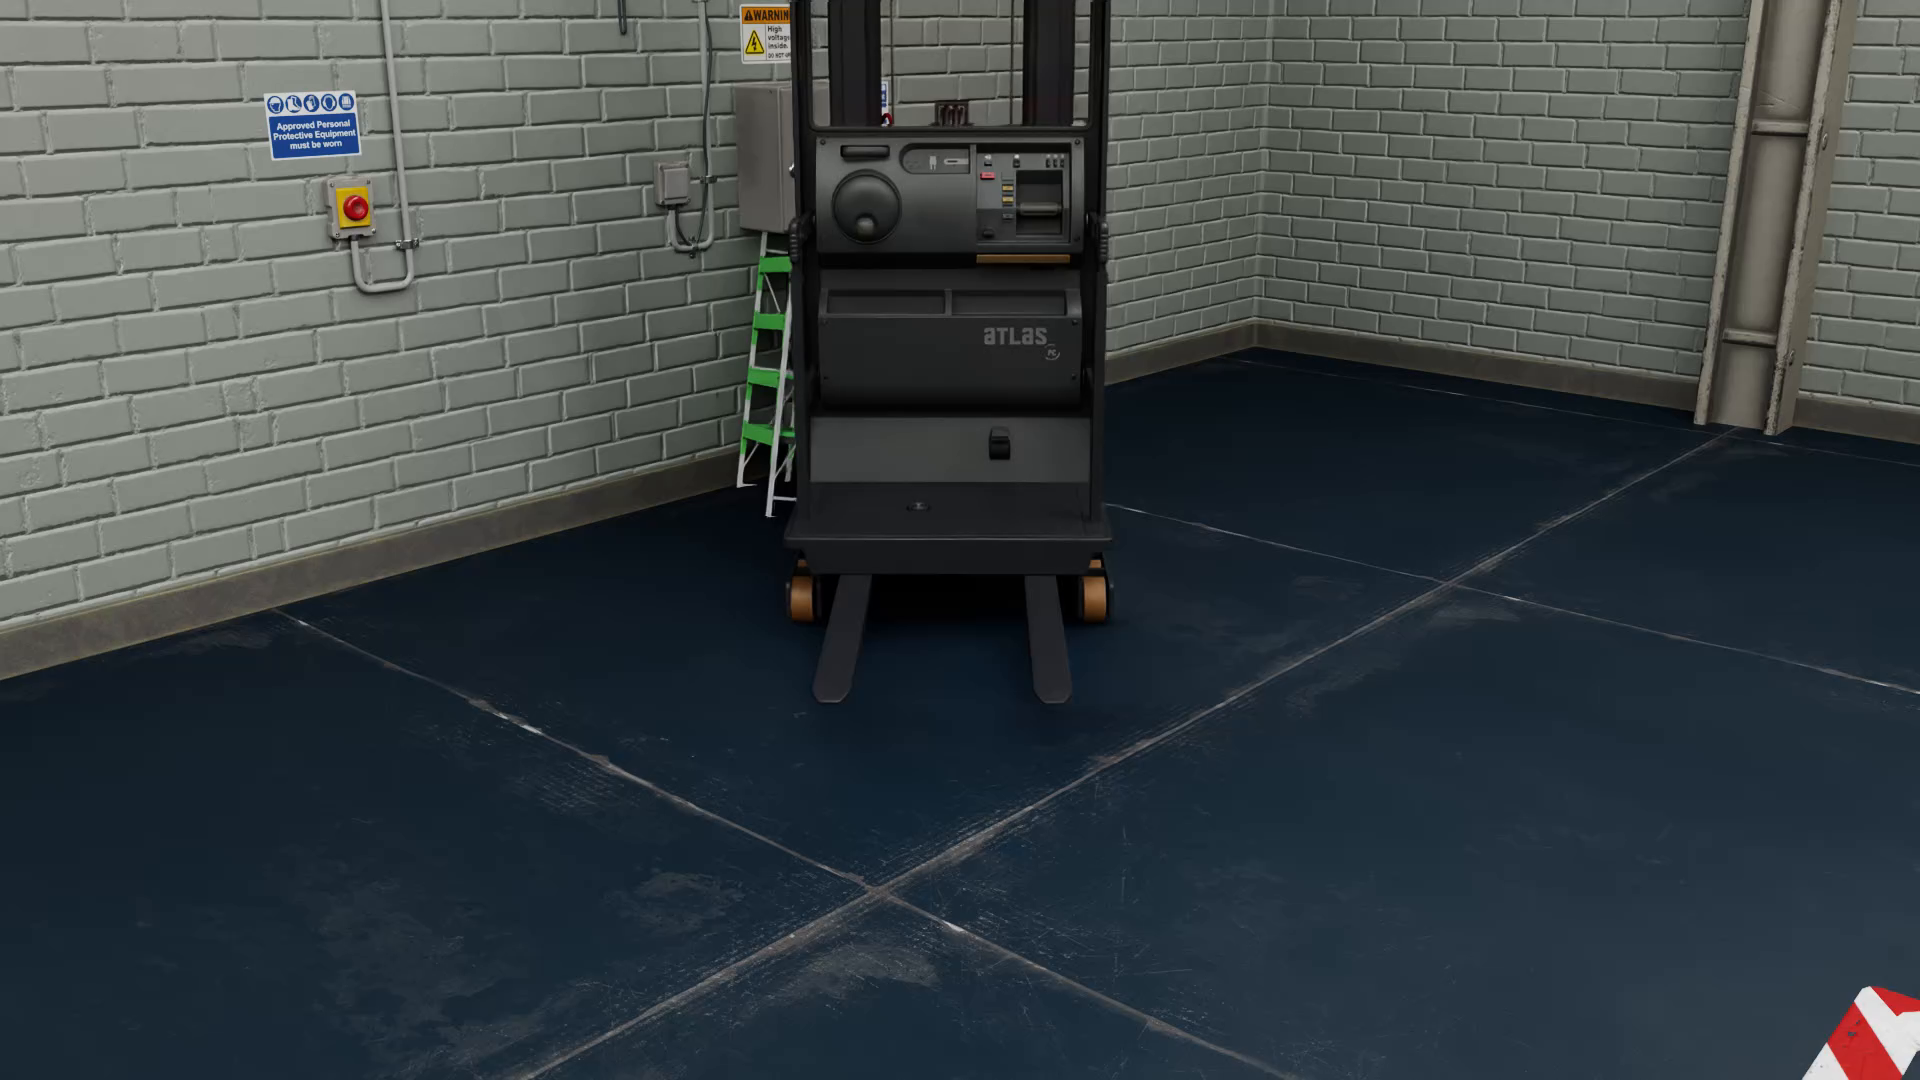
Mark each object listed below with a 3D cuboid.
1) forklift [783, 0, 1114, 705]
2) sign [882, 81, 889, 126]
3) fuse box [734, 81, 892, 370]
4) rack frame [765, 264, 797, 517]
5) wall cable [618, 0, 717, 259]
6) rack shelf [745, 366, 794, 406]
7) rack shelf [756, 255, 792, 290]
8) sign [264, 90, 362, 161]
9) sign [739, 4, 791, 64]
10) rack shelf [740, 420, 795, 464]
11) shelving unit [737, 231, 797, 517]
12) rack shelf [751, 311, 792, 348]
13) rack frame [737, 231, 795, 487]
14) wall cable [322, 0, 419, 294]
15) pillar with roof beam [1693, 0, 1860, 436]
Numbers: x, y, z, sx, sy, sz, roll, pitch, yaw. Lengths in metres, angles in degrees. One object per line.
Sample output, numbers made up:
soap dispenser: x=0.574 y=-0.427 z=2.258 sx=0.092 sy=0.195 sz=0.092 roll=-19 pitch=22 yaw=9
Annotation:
forklift: x=-0.035 y=-1.204 z=5.560 sx=1.130 sy=2.935 sz=3.031 roll=0 pitch=18 yaw=1
sign: x=-0.439 y=-1.833 z=7.585 sx=0.001 sy=0.494 sz=0.329 roll=15 pitch=23 yaw=39
fuse box: x=-0.612 y=-1.111 z=7.282 sx=0.414 sy=1.711 sz=0.539 roll=15 pitch=23 yaw=39
rack frame: x=-0.629 y=-0.680 z=6.899 sx=0.240 sy=1.200 sz=0.015 roll=4 pitch=6 yaw=-23
wall cable: x=-1.183 y=-2.086 z=6.547 sx=0.122 sy=1.984 sz=0.588 roll=15 pitch=23 yaw=39
rack shelf: x=-0.730 y=-0.651 z=7.128 sx=0.258 sy=0.148 sz=0.480 roll=4 pitch=6 yaw=-23
rack shelf: x=-0.675 y=-1.125 z=7.079 sx=0.258 sy=0.148 sz=0.480 roll=4 pitch=6 yaw=-23
sign: x=-2.193 y=-1.409 z=5.645 sx=0.001 sy=0.218 sz=0.327 roll=15 pitch=23 yaw=39
sign: x=-0.804 y=-2.147 z=7.054 sx=0.001 sy=0.242 sz=0.339 roll=15 pitch=23 yaw=39
rack shelf: x=-0.757 y=-0.414 z=7.153 sx=0.258 sy=0.148 sz=0.480 roll=4 pitch=6 yaw=-23
shelving unit: x=-0.723 y=-0.714 z=7.122 sx=0.258 sy=1.200 sz=0.503 roll=4 pitch=6 yaw=-23
rack shelf: x=-0.703 y=-0.888 z=7.104 sx=0.258 sy=0.148 sz=0.480 roll=4 pitch=6 yaw=-23
rack frame: x=-0.816 y=-0.748 z=7.345 sx=0.240 sy=1.200 sz=0.015 roll=4 pitch=6 yaw=-23
wall cable: x=-2.116 y=-1.778 z=5.524 sx=0.123 sy=1.953 sz=0.585 roll=15 pitch=23 yaw=39
pillar with roof beam: x=1.133 y=-3.906 z=4.044 sx=0.400 sy=9.000 sz=9.100 roll=15 pitch=23 yaw=39
